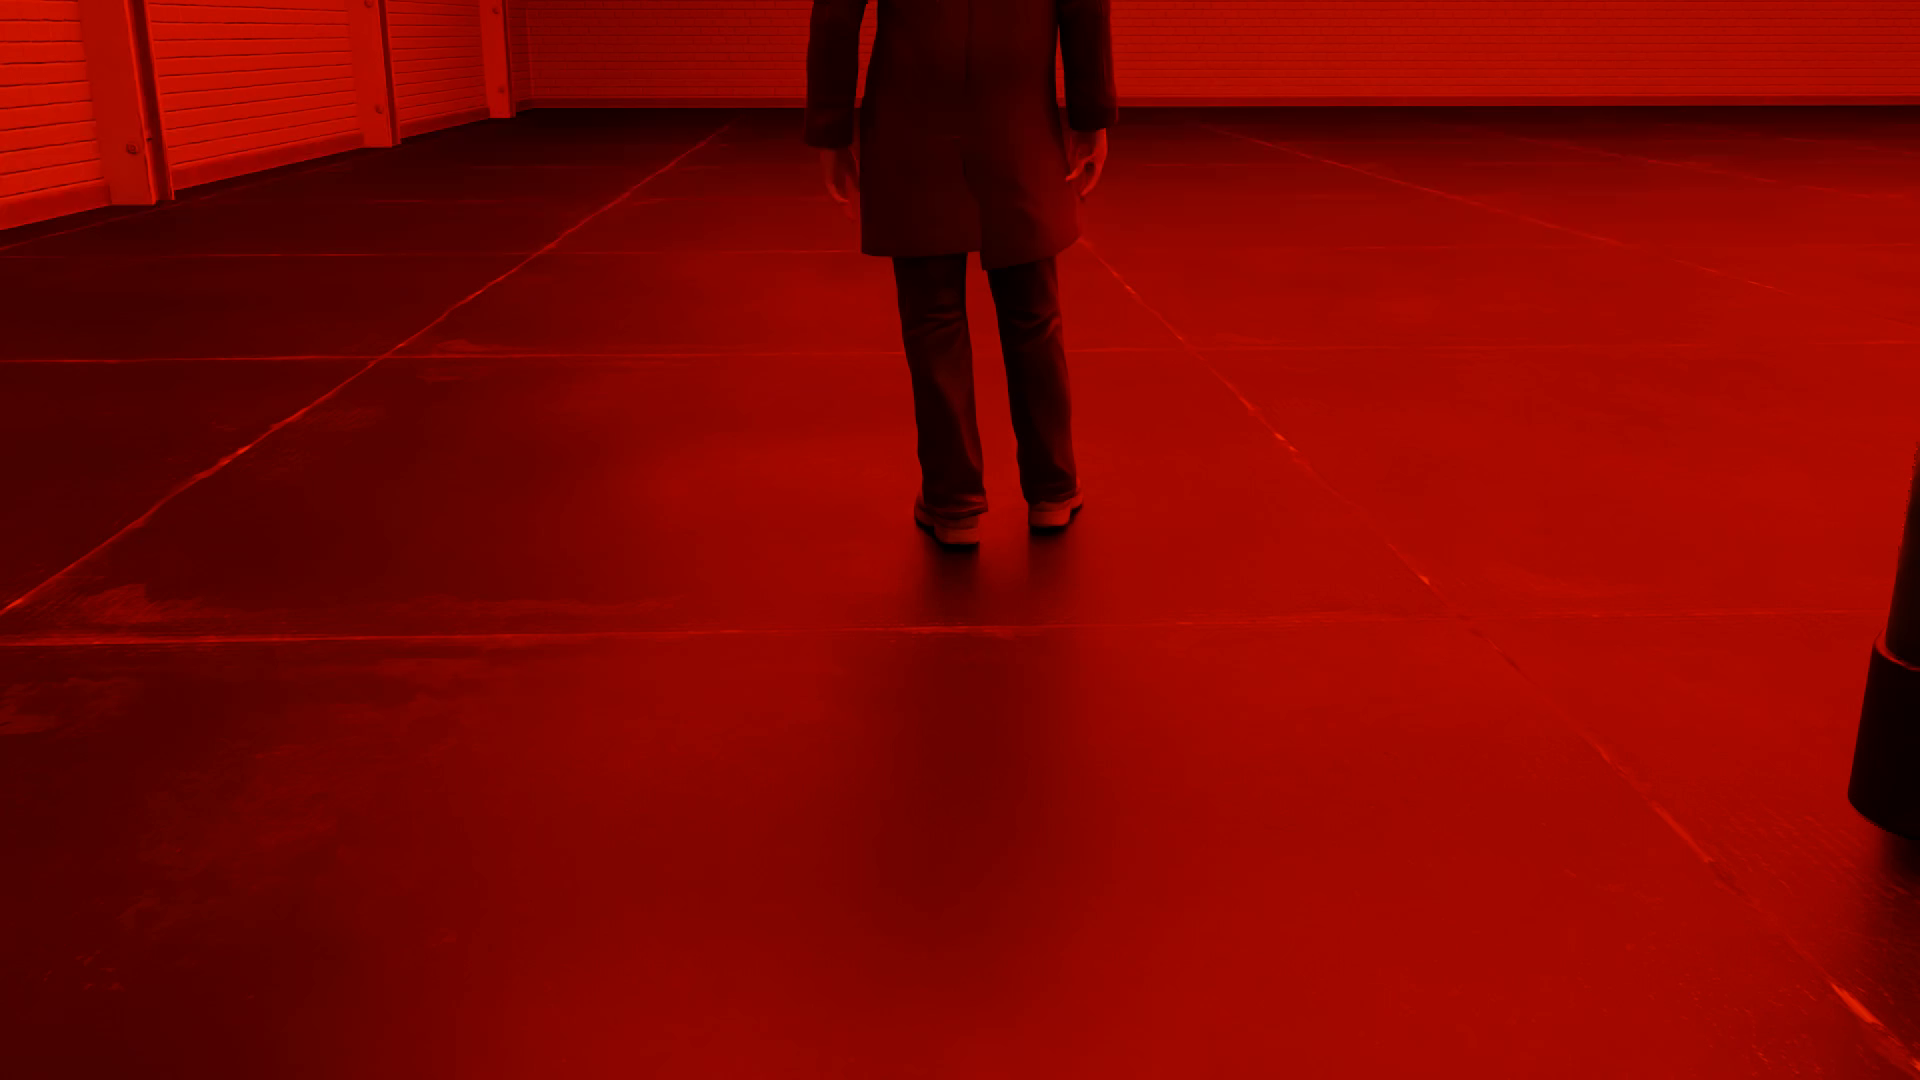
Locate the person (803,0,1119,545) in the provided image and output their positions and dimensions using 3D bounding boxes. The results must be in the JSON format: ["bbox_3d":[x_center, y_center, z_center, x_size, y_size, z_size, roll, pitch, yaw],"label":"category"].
[{"bbox_3d":[-0.001,-0.884,3.744,0.696,1.778,0.579,-1,17,-3],"label":"person"}]

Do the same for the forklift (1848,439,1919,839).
[{"bbox_3d":[2.764,-0.784,1.471,3.031,2.935,1.130,13,21,36],"label":"forklift"}]
